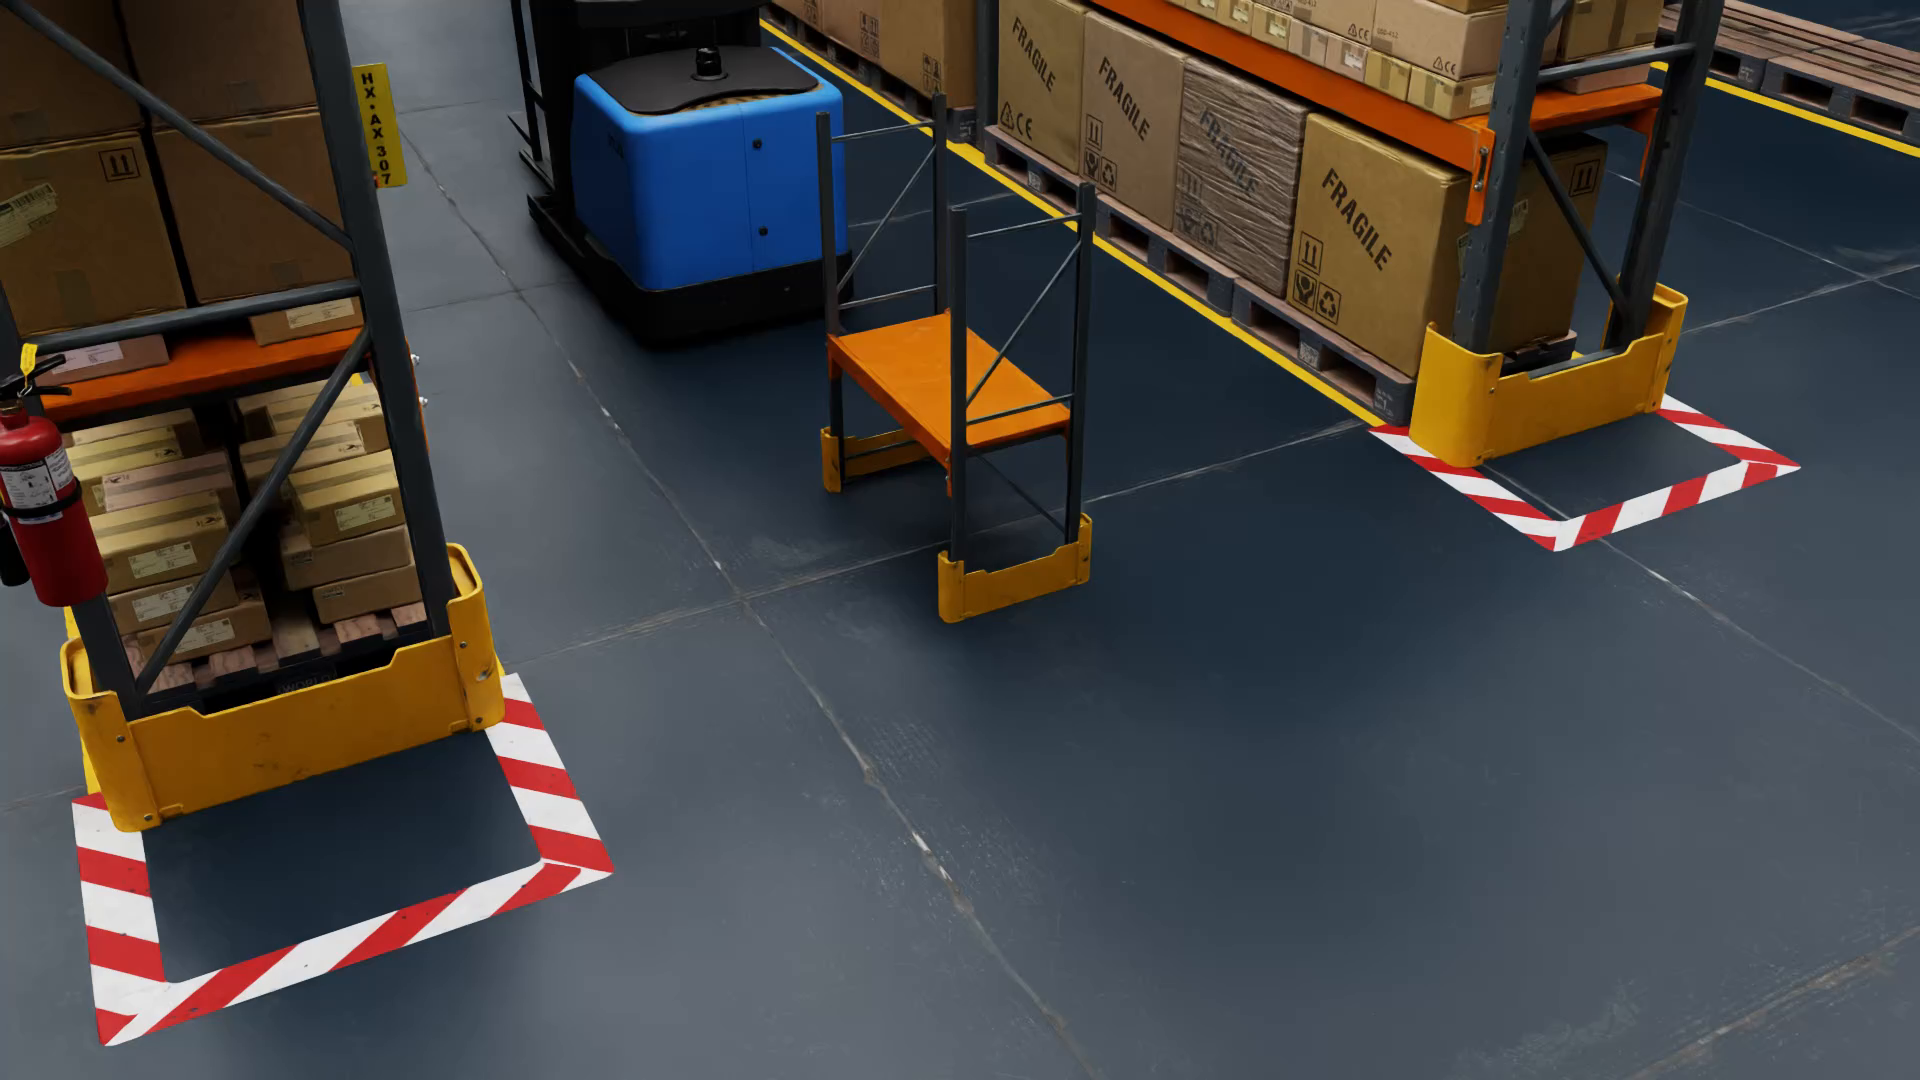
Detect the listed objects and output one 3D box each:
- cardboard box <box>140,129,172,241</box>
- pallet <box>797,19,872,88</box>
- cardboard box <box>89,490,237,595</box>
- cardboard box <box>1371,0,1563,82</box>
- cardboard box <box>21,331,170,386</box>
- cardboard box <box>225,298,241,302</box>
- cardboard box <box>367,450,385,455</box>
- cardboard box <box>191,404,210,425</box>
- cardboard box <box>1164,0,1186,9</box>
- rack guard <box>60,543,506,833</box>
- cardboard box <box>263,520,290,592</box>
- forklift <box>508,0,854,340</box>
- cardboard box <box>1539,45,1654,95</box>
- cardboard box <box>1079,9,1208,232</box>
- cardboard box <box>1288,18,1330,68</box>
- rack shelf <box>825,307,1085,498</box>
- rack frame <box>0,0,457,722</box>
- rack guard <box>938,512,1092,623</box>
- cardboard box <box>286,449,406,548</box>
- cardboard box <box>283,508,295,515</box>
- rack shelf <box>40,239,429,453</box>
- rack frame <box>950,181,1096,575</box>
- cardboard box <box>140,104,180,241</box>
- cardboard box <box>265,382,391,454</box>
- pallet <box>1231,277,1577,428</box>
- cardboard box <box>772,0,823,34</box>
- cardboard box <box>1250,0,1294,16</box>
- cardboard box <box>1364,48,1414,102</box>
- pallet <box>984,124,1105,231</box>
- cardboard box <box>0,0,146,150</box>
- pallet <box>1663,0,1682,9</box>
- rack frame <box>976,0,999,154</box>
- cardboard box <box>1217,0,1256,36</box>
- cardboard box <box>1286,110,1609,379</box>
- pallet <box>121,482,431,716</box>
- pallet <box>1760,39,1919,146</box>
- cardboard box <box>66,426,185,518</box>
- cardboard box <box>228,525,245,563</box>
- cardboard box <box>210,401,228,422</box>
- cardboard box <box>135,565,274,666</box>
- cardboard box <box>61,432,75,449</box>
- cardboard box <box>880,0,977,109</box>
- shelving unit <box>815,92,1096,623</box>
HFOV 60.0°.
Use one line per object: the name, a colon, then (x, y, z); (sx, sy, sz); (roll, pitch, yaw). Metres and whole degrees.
cardboard box: (-2.678, -1.144, 4.887); (0.500, 0.500, 0.500); (-16, 36, -24)
pallet: (-0.435, -3.446, 11.434); (1.003, 0.211, 1.213); (-16, 36, -23)
cardboard box: (-2.477, 0.004, 5.165); (0.380, 0.149, 0.250); (-15, 36, -23)
cardboard box: (1.969, -2.006, 6.464); (0.500, 0.250, 0.500); (-16, 36, -24)
cardboard box: (-2.408, -0.559, 4.574); (0.380, 0.149, 0.250); (-16, 36, -23)
cardboard box: (-2.022, -0.822, 4.986); (0.380, 0.149, 0.250); (-15, 35, -21)
cardboard box: (-2.316, -0.386, 6.049); (0.380, 0.149, 0.250); (-15, 35, -22)
cardboard box: (-3.154, -0.496, 6.497); (0.380, 0.149, 0.250); (-15, 36, -22)
cardboard box: (1.136, -2.614, 7.783); (0.380, 0.149, 0.250); (-17, 36, -24)
rack guard: (-2.041, 0.436, 5.106); (1.175, 0.500, 0.348); (-16, 36, -23)
cardboard box: (-2.161, 0.009, 5.709); (0.380, 0.149, 0.250); (-16, 36, -23)
forklift: (-1.641, -2.912, 8.079); (1.130, 2.935, 3.031); (-16, 36, -23)
cardboard box: (2.556, -1.926, 6.709); (0.380, 0.149, 0.250); (-15, 36, -23)
cardboard box: (1.221, -2.206, 8.493); (0.875, 0.875, 0.875); (-16, 36, -23)
cardboard box: (1.617, -2.124, 7.018); (0.380, 0.149, 0.250); (-15, 36, -22)
rack shelf: (-0.040, -0.521, 6.006); (0.538, 0.185, 1.000); (-16, 36, -23)
rack frame: (-2.006, -0.580, 4.375); (1.000, 3.000, 0.127); (-16, 36, -23)
rack guard: (0.197, 0.096, 5.868); (0.587, 0.250, 0.087); (-16, 36, -23)
cardboard box: (-1.949, -0.142, 5.394); (0.380, 0.149, 0.250); (-18, 37, -25)
cardboard box: (-2.100, -0.141, 5.668); (0.380, 0.149, 0.250); (-16, 36, -23)
rack shelf: (-2.938, -1.232, 6.059); (1.077, 0.370, 4.000); (-16, 36, -23)
rack frame: (0.197, -0.430, 5.530); (0.500, 1.500, 0.032); (-16, 36, -23)
cardboard box: (-2.243, -1.280, 5.099); (0.500, 0.500, 0.500); (-16, 36, -23)
cardboard box: (-2.188, -0.396, 5.790); (0.380, 0.149, 0.250); (-16, 36, -23)
pallet: (1.987, -0.967, 7.564); (1.003, 0.211, 1.213); (-16, 36, -23)
cardboard box: (-0.588, -4.117, 11.477); (1.225, 0.875, 0.875); (-16, 36, -23)
cardboard box: (1.495, -2.491, 7.221); (0.500, 0.250, 0.500); (-17, 36, -25)
cardboard box: (1.849, -1.884, 6.643); (0.380, 0.149, 0.250); (-15, 36, -23)
pallet: (0.850, -2.132, 9.381); (1.003, 0.211, 1.213); (-16, 36, -23)
cardboard box: (-2.439, -1.324, 4.241); (0.500, 0.500, 0.500); (-17, 36, -24)
pallet: (4.623, -4.139, 12.514); (1.003, 0.211, 1.213); (-16, 36, -23)
rack frame: (0.564, -3.688, 9.226); (1.000, 3.000, 0.127); (-16, 36, -23)
cardboard box: (1.373, -2.371, 7.404); (0.380, 0.149, 0.250); (-16, 36, -23)
cardboard box: (2.060, -1.347, 7.152); (0.875, 0.875, 0.875); (-16, 36, -23)
pallet: (-2.388, 0.161, 5.803); (1.003, 0.211, 1.213); (-16, 36, -23)
pallet: (5.896, -2.836, 10.481); (1.003, 0.211, 1.213); (-16, 36, -23)
cardboard box: (-2.776, -0.222, 5.518); (0.380, 0.149, 0.250); (-17, 36, -24)
cardboard box: (-2.578, 0.000, 5.447); (0.380, 0.149, 0.250); (-17, 36, -24)
cardboard box: (-2.687, -0.607, 6.395); (0.380, 0.149, 0.250); (-14, 35, -21)
cardboard box: (-2.435, 0.245, 5.341); (0.380, 0.149, 0.250); (-15, 36, -22)
cardboard box: (-3.015, -0.476, 5.914); (0.380, 0.149, 0.250); (-15, 35, -21)
cardboard box: (0.248, -3.271, 10.155); (1.225, 0.875, 0.875); (-16, 36, -23)
shelving unit: (-0.036, -0.668, 5.902); (0.587, 1.500, 1.083); (-16, 36, -23)
